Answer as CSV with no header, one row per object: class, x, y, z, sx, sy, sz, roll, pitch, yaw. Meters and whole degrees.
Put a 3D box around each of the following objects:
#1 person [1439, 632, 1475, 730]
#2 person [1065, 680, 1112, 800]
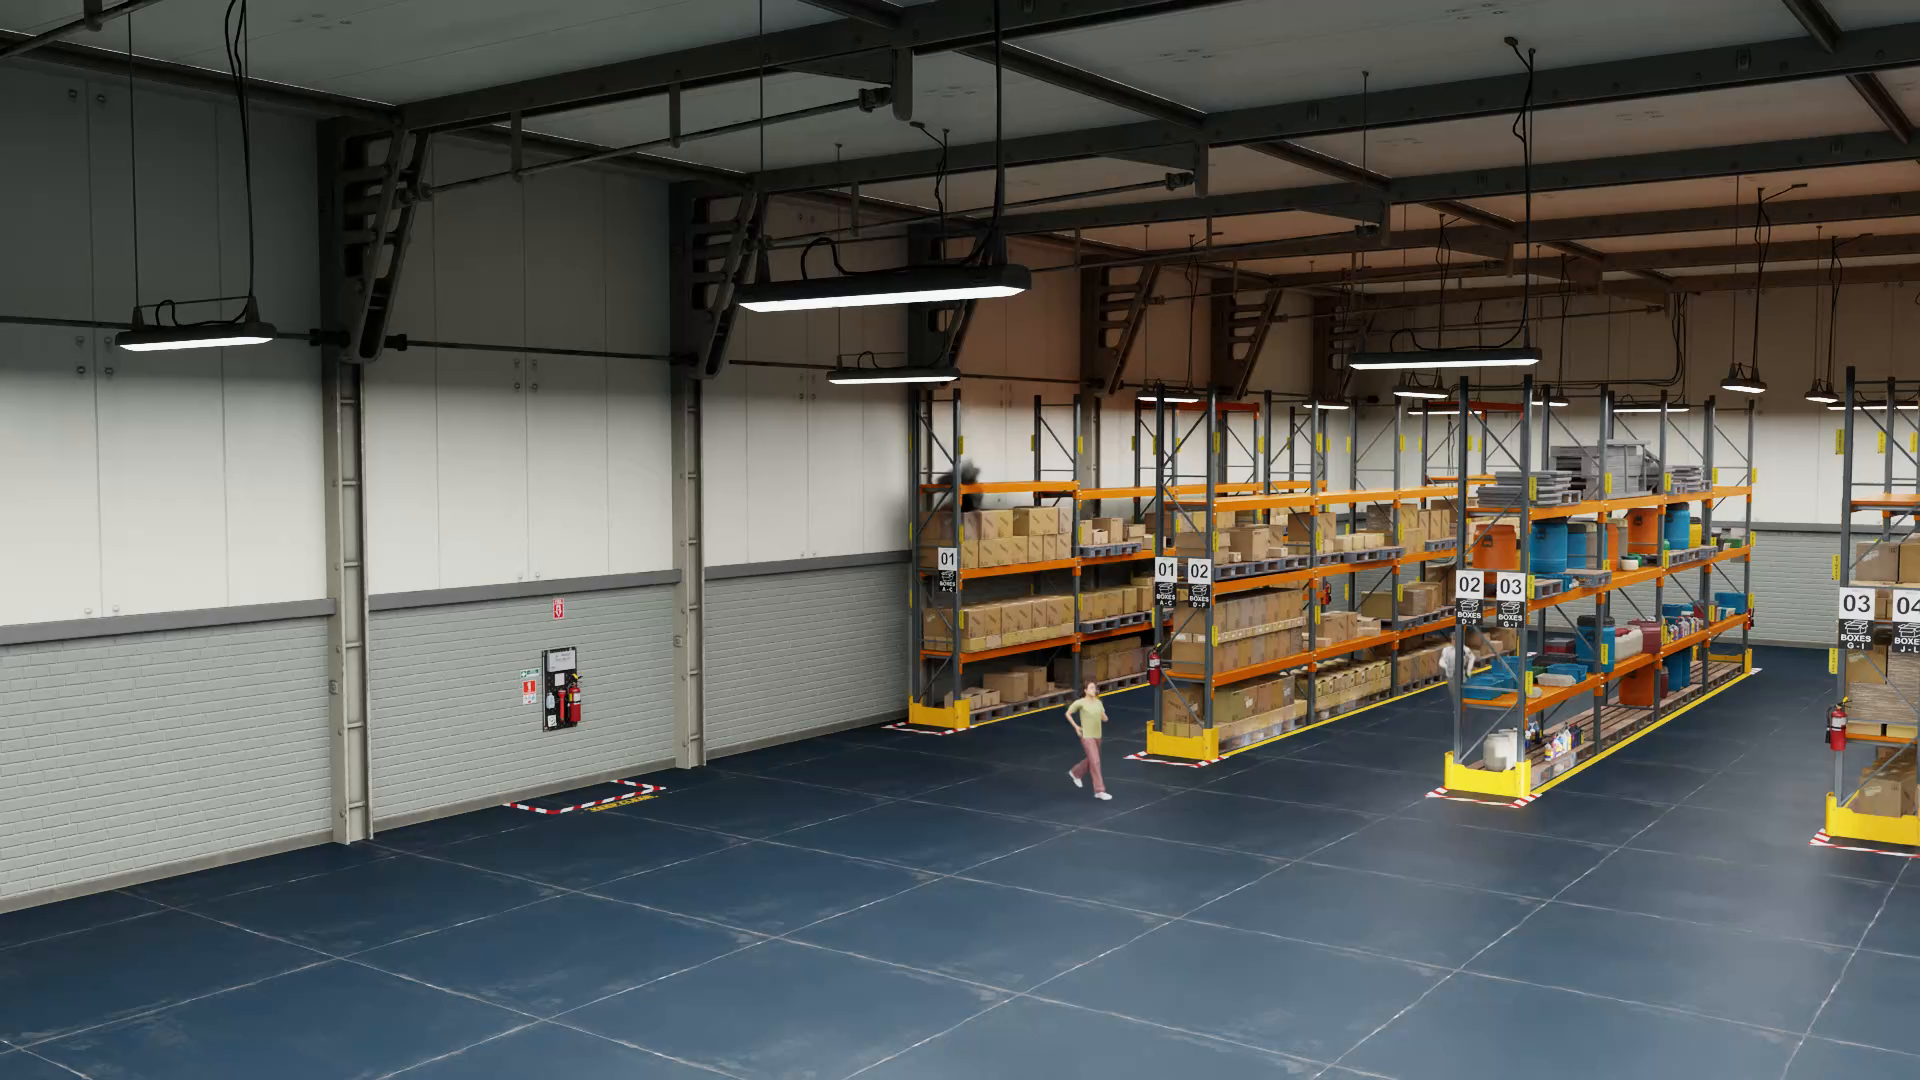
person,8.827,2.467,29.579,0.562,1.719,0.857,2,4,31
person,1.843,2.805,23.630,0.581,1.646,0.958,-3,4,-39
